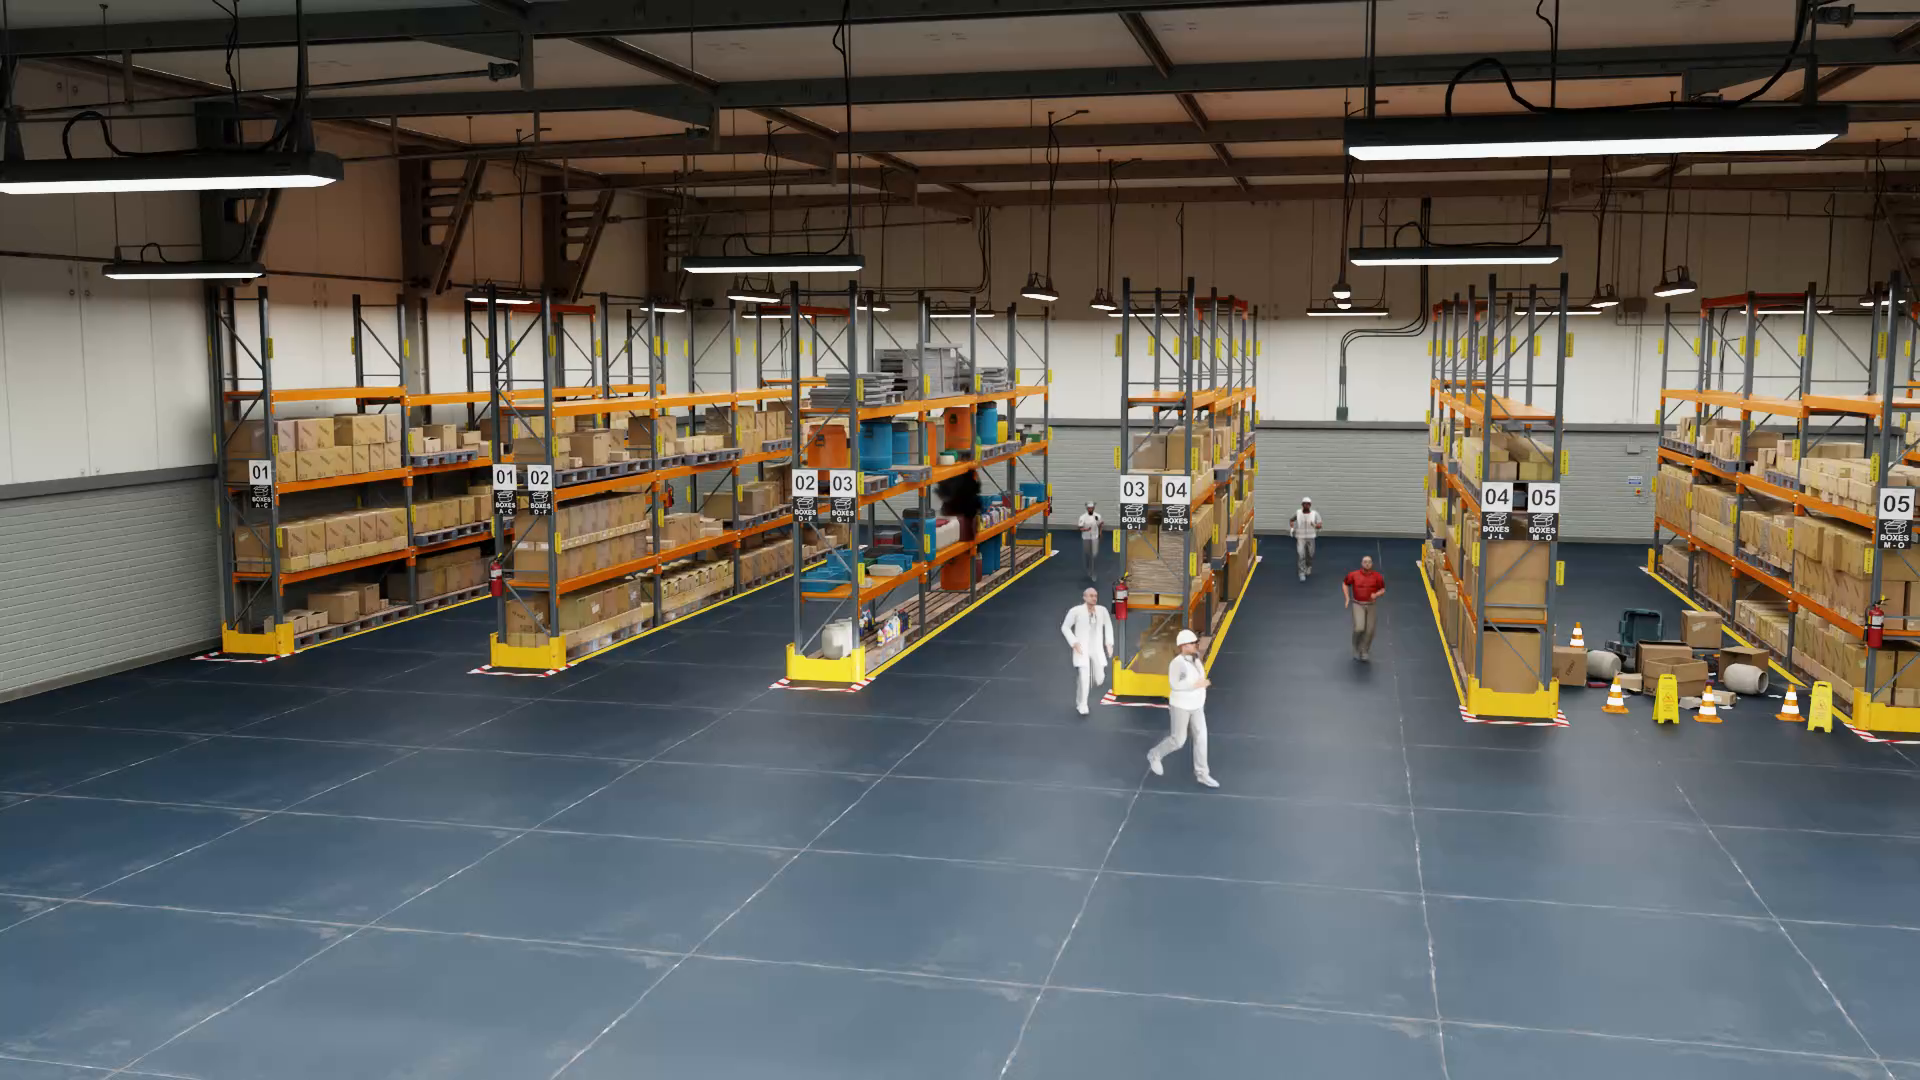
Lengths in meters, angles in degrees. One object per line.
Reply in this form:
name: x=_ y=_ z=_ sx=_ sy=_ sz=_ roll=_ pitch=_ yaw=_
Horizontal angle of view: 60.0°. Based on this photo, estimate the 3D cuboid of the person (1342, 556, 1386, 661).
person: x=6.481 y=1.100 z=26.615 sx=0.647 sy=1.698 sz=0.659 roll=0 pitch=7 yaw=3

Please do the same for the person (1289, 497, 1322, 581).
person: x=7.484 y=-0.042 z=35.994 sx=0.687 sy=1.765 sz=1.003 roll=1 pitch=7 yaw=8

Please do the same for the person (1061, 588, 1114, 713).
person: x=1.762 y=1.509 z=23.038 sx=0.757 sy=1.717 sz=0.621 roll=-2 pitch=7 yaw=-17

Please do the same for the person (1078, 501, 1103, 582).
person: x=2.834 y=0.020 z=36.085 sx=0.546 sy=1.751 sz=0.772 roll=1 pitch=7 yaw=5

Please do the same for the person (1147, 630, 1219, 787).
person: x=2.583 y=1.908 z=19.126 sx=0.931 sy=1.766 sz=0.676 roll=6 pitch=9 yaw=42
